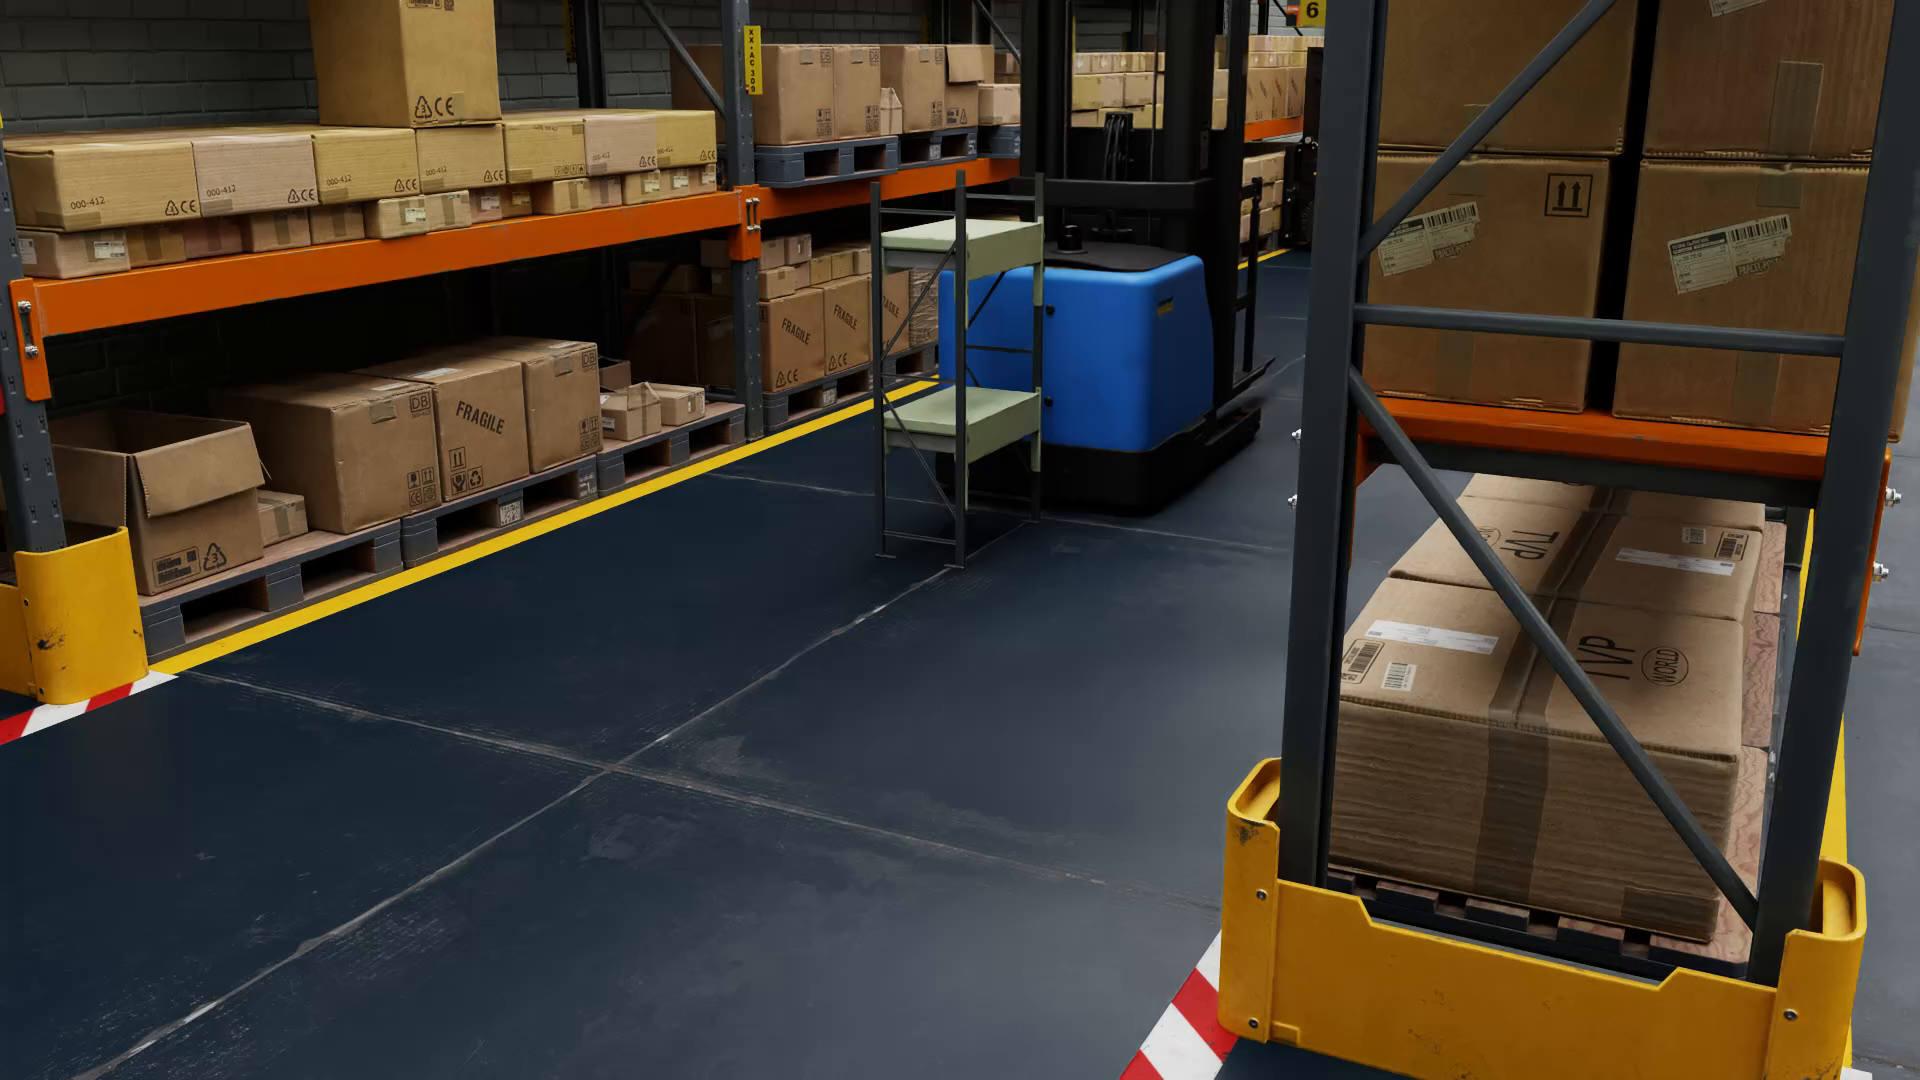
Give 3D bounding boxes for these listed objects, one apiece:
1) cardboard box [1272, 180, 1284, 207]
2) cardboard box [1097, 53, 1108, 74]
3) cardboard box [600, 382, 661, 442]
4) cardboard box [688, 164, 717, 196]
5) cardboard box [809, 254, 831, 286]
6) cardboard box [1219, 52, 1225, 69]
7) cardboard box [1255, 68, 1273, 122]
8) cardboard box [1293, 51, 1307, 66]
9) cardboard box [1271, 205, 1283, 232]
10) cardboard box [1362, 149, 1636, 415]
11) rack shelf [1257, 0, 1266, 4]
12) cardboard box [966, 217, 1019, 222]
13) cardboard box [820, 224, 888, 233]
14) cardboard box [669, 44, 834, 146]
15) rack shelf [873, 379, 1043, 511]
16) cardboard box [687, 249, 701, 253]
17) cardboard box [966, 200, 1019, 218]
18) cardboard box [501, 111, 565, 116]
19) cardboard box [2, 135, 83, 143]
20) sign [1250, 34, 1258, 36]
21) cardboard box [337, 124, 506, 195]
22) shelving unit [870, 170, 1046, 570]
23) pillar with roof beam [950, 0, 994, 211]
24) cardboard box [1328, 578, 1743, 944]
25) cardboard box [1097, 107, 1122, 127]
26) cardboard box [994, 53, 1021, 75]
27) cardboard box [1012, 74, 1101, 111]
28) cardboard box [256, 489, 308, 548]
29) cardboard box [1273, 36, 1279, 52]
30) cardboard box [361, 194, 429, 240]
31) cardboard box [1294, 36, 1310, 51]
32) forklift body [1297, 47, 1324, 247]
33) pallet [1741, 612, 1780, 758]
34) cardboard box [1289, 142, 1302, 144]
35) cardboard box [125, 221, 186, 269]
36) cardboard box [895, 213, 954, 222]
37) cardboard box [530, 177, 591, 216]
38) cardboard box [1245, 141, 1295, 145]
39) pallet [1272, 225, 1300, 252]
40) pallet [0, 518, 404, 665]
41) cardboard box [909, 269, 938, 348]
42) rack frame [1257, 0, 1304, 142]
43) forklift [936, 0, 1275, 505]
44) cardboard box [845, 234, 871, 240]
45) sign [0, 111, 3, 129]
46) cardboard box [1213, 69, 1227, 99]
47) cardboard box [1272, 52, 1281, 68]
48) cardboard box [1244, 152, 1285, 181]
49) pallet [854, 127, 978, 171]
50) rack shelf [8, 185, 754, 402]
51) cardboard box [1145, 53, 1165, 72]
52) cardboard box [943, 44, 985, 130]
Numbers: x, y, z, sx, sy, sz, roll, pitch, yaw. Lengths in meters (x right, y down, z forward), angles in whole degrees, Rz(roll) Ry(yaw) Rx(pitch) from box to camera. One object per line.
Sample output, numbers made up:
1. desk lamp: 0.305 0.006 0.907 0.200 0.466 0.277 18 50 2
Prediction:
1. cardboard box: 3.009 -3.525 16.839 0.500 0.250 0.500 8 18 25
2. cardboard box: 0.887 -3.584 12.508 0.380 0.149 0.250 9 19 27
3. cardboard box: -1.662 -0.646 7.996 0.396 0.266 0.258 9 19 27
4. cardboard box: -1.432 -1.792 8.231 0.380 0.149 0.250 8 18 26
5. cardboard box: -0.958 -1.544 9.470 0.380 0.149 0.250 7 18 23
6. cardboard box: 2.437 -4.470 15.491 0.380 0.149 0.250 8 18 24
7. cardboard box: 2.709 -4.326 16.145 0.500 0.500 0.500 8 19 26
8. cardboard box: 3.391 -4.987 17.233 0.380 0.149 0.250 8 18 26
9. cardboard box: 3.000 -3.292 16.931 0.500 0.250 0.500 8 19 26
10. cardboard box: 1.118 -0.581 3.536 0.500 0.500 0.500 8 18 26
11. rack shelf: 2.953 -5.666 16.828 1.077 0.370 4.000 8 18 25
12. cardboard box: 0.183 -2.127 11.431 0.380 0.149 0.250 7 18 23
13. cardboard box: -0.700 -1.998 10.995 0.380 0.149 0.250 8 18 24
14. cardboard box: -1.100 -2.370 8.821 0.700 0.500 0.500 9 19 27
15. rack shelf: 0.003 -0.408 6.909 0.431 0.370 0.720 8 18 25
16. cardboard box: -1.395 -1.601 9.659 0.380 0.149 0.250 8 18 26
17. cardboard box: 0.562 -2.265 12.814 0.875 0.625 0.625 9 19 27
18. cardboard box: -2.197 -1.876 7.813 0.500 0.250 0.500 8 18 25
19. cardboard box: -3.335 -1.229 5.633 0.500 0.250 0.500 9 19 27
20. sign: 3.352 -5.607 18.976 0.100 0.325 0.005 8 18 25
21. cardboard box: -2.201 -1.550 6.715 0.500 0.250 0.500 8 18 24
22. shelving unit: 0.003 -0.721 6.817 0.431 1.500 0.755 8 18 25
23. pillar with roof beam: 3.899 -5.820 10.813 9.100 9.000 0.400 8 18 25
24. cardboard box: 1.345 0.470 3.937 0.875 0.438 0.875 7 18 24
25. cardboard box: 0.918 -3.182 12.733 0.500 0.250 0.500 8 18 24
26. cardboard box: 0.236 -3.512 12.266 0.380 0.149 0.250 9 19 27
27. cardboard box: 0.711 -3.291 12.222 0.500 0.250 0.500 8 18 25
28. cardboard box: -2.720 -0.089 6.324 0.380 0.149 0.250 7 18 23
29. cardboard box: 2.907 -4.875 16.331 0.380 0.149 0.250 8 18 24
30. cardboard box: -2.291 -1.257 6.430 0.380 0.149 0.250 8 18 24
31. cardboard box: 3.394 -5.128 17.184 0.380 0.149 0.250 8 19 26
32. forklift body: 4.631 -3.960 16.581 2.313 2.155 1.214 8 18 25
33. pallet: 1.973 0.437 5.182 1.003 0.211 1.213 8 18 25
34. cardboard box: 3.920 -4.288 18.528 0.500 0.250 0.500 9 19 27
35. cardboard box: -2.839 -1.006 5.584 0.380 0.149 0.250 9 19 27
36. cardboard box: -0.240 -2.265 11.897 0.380 0.149 0.250 9 19 28
37. cardboard box: -1.854 -1.522 7.320 0.380 0.149 0.250 8 18 25
38. cardboard box: 3.462 -4.347 18.726 0.500 0.250 0.500 8 18 25
39. pallet: 2.996 -3.236 17.548 1.003 0.211 1.213 8 18 25
40. pallet: -2.914 0.107 6.292 1.003 0.211 1.213 8 18 25
41. cardboard box: -0.405 -1.518 10.520 0.500 0.500 0.500 7 18 23
42. rack frame: 3.846 -5.082 18.868 1.000 3.000 0.127 8 18 25
43. forklift: 0.952 -1.934 8.387 1.130 2.935 3.031 7 18 23
44. cardboard box: -0.496 -1.810 10.364 0.380 0.149 0.250 8 18 26
45. sign: -2.818 -1.353 4.791 0.100 0.325 0.005 8 18 25
46. cardboard box: 2.068 -4.074 14.857 0.500 0.250 0.500 8 18 24
47. cardboard box: 2.938 -4.726 16.354 0.380 0.149 0.250 8 18 25
48. cardboard box: 3.005 -3.766 16.773 0.500 0.250 0.500 9 19 27
49. pallet: -0.593 -2.457 10.364 1.003 0.211 1.213 8 18 25
50. rack shelf: -2.409 -1.171 6.964 1.077 0.370 4.000 8 18 25
51. cardboard box: 1.511 -3.900 13.573 0.380 0.149 0.250 8 18 24
52. cardboard box: -0.292 -2.856 10.453 0.797 0.503 0.637 8 18 24
